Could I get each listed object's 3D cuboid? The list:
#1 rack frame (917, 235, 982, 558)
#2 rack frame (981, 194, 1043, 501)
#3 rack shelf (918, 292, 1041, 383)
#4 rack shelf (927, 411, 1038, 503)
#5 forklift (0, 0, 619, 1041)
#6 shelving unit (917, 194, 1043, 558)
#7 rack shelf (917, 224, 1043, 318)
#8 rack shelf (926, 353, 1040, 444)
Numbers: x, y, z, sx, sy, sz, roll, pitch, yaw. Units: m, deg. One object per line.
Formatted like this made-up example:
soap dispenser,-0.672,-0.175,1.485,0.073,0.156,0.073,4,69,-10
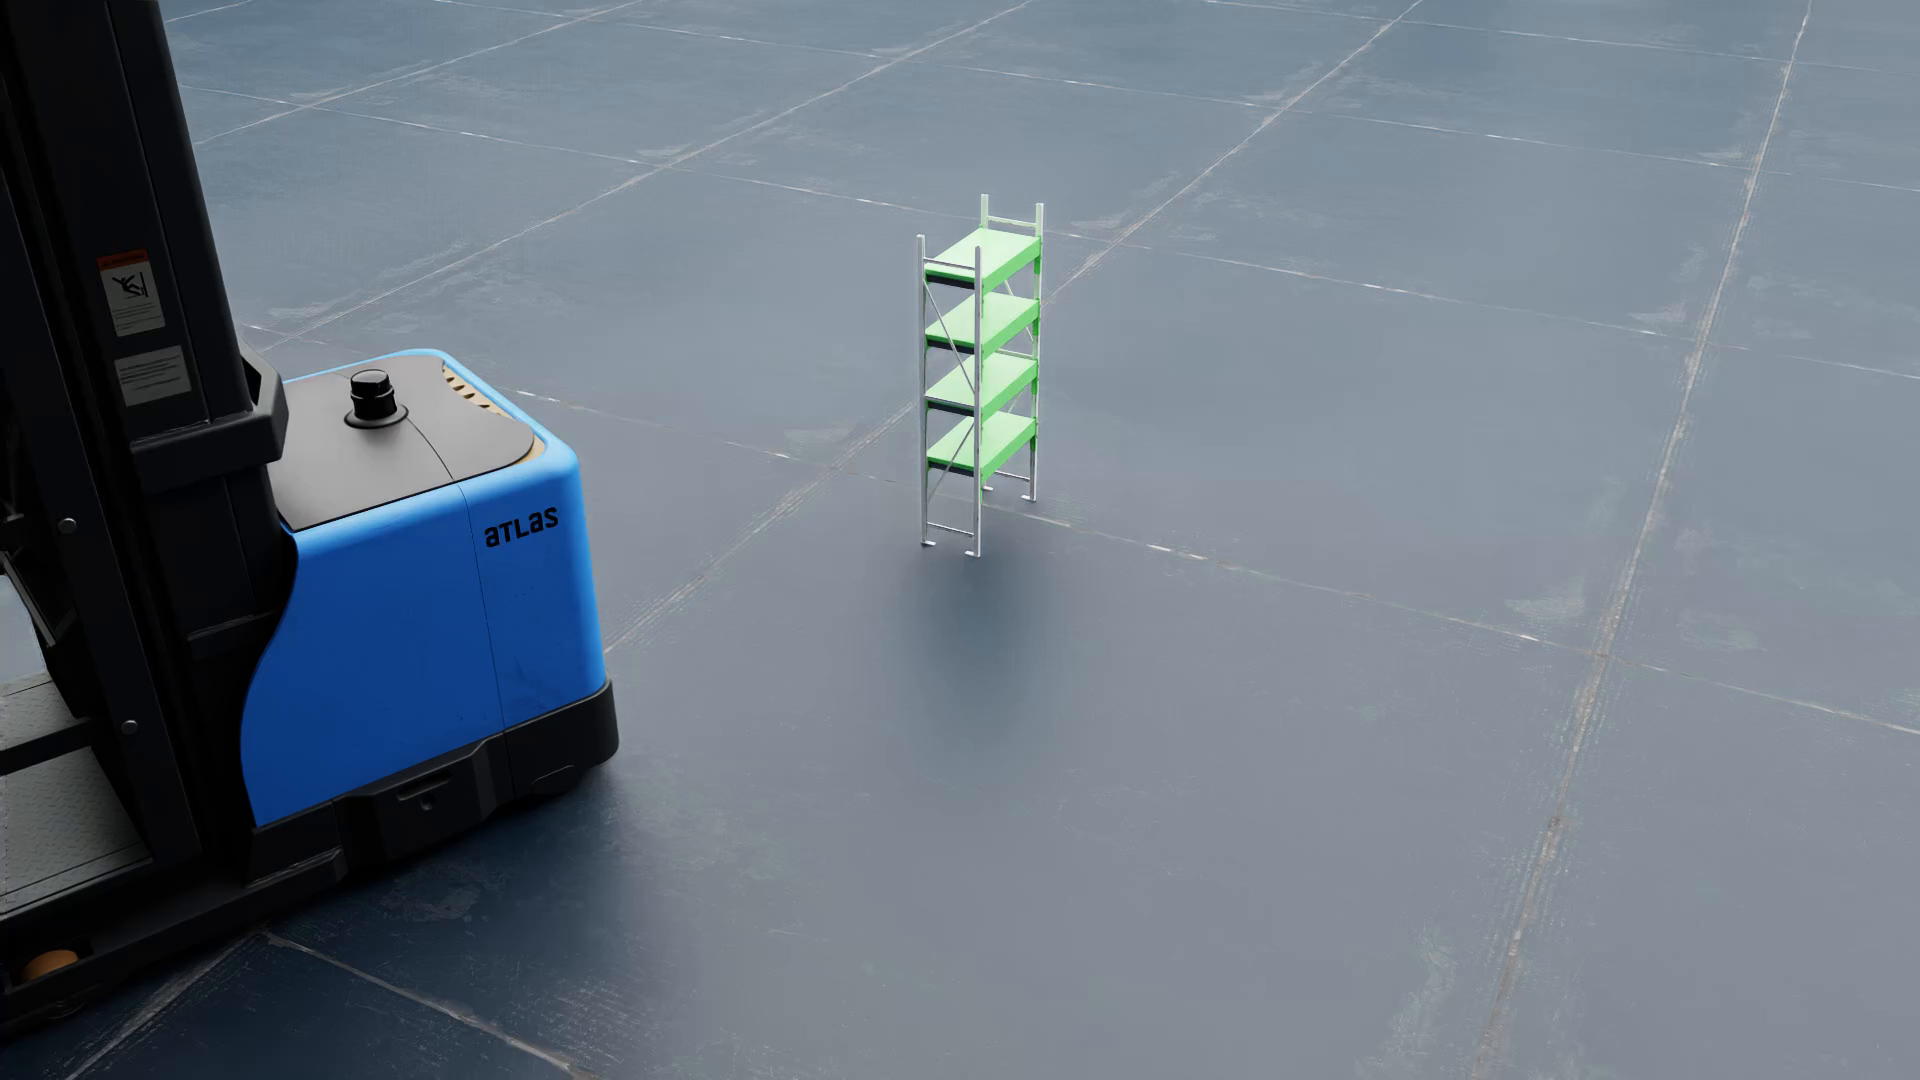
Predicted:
rack frame,-0.036,-0.486,5.891,0.240,1.200,0.015,14,33,23
rack frame,0.187,-0.702,6.267,0.240,1.200,0.015,14,33,23
rack shelf,0.075,-0.746,5.991,0.258,0.148,0.480,14,33,23
rack shelf,0.075,-0.330,6.230,0.258,0.148,0.480,14,33,23
forklift,-2.500,-0.312,3.850,3.031,2.935,1.130,-22,36,-33
shelving unit,0.075,-0.594,6.079,0.258,1.200,0.503,14,33,23
rack shelf,0.075,-0.955,5.872,0.258,0.148,0.480,14,33,23
rack shelf,0.075,-0.538,6.111,0.258,0.148,0.480,14,33,23
